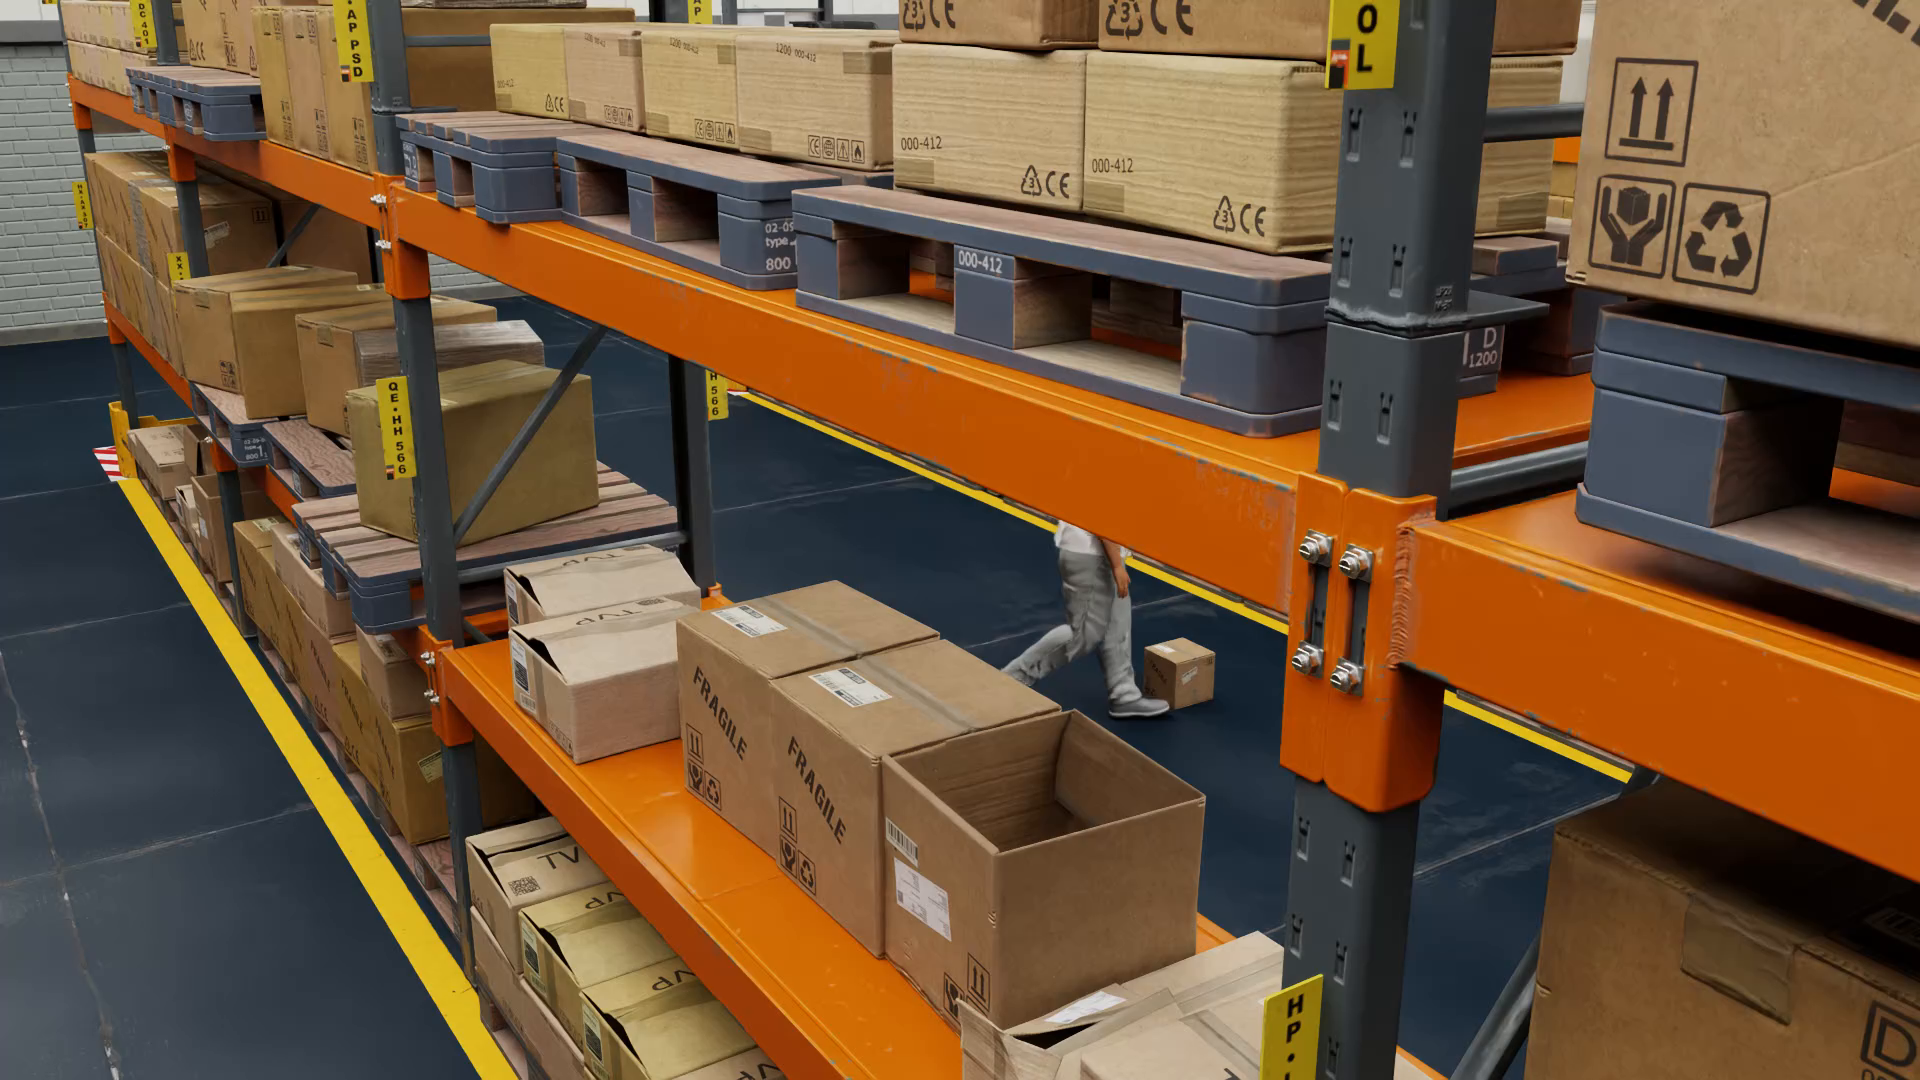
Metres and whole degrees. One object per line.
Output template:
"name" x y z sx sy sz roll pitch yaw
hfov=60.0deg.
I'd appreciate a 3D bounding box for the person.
"person" 0.597 0.070 7.840 0.848 1.640 0.553 0 18 1
